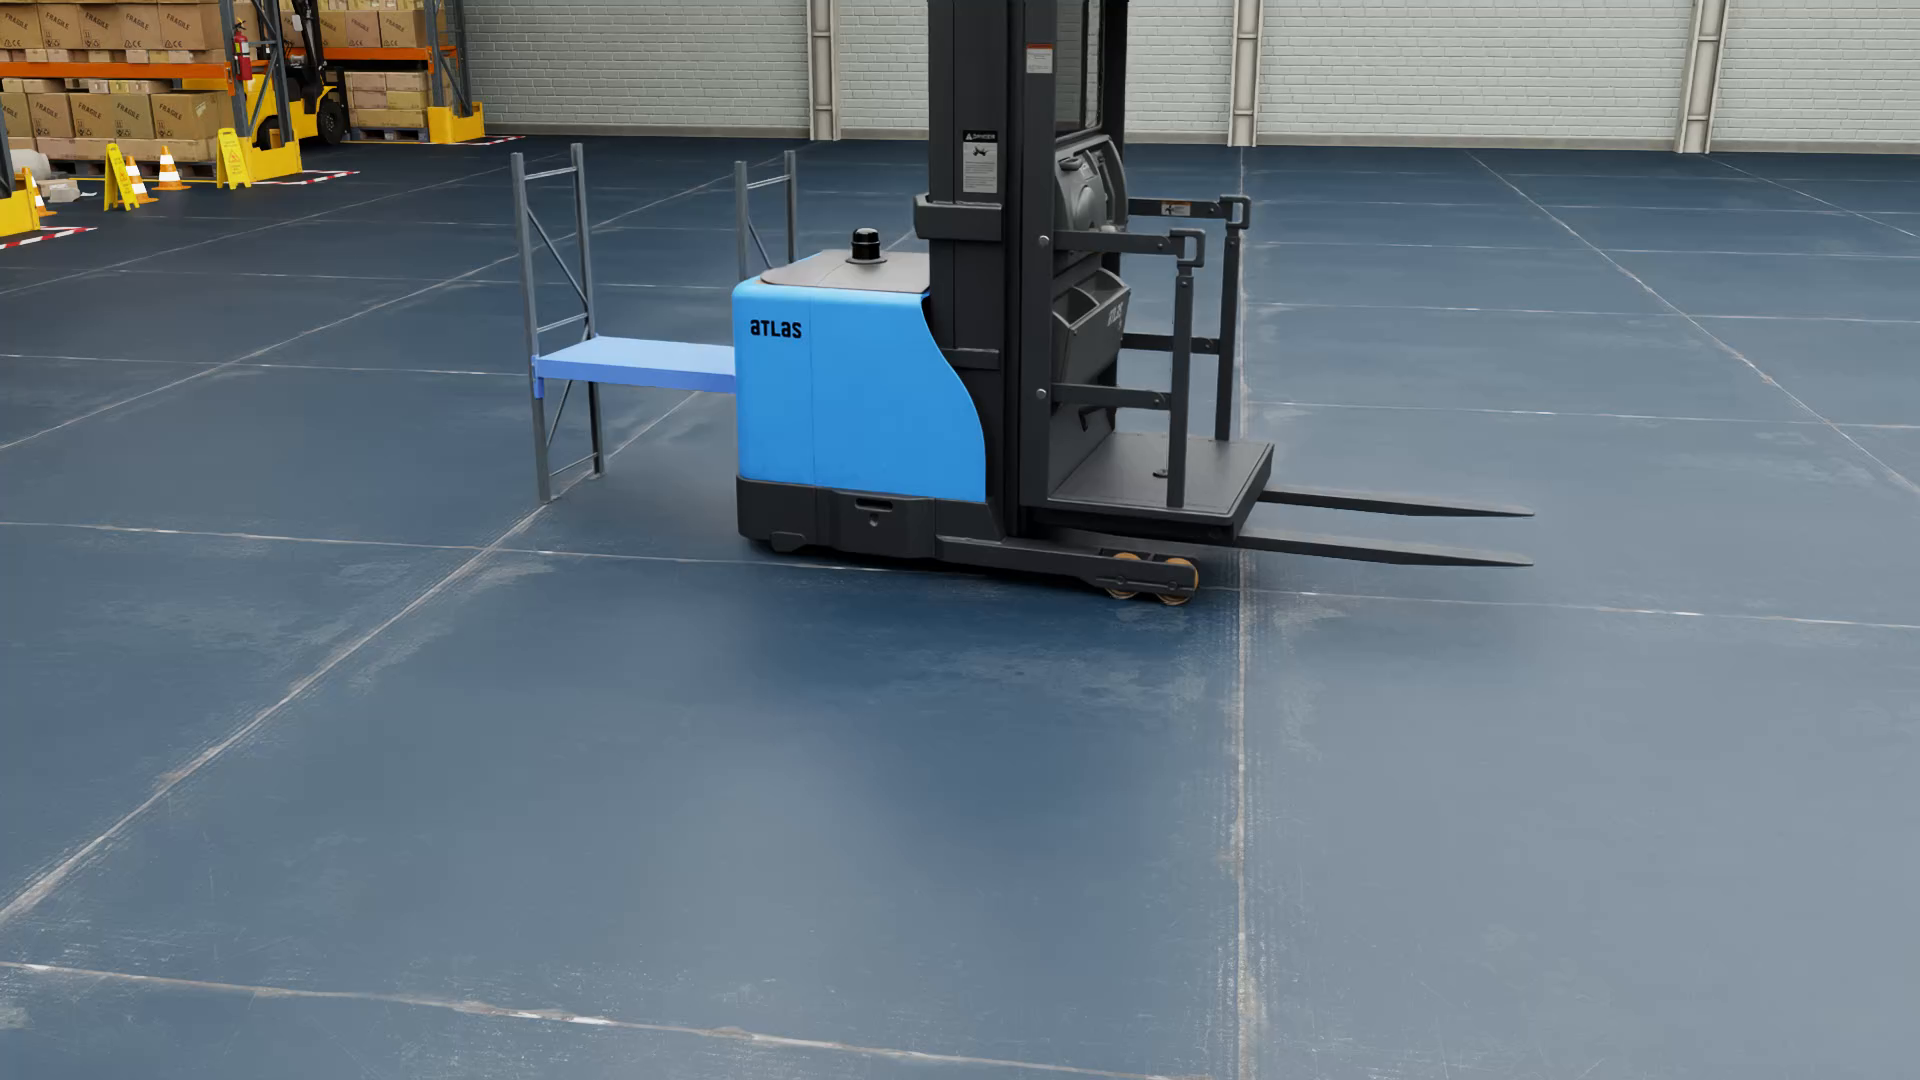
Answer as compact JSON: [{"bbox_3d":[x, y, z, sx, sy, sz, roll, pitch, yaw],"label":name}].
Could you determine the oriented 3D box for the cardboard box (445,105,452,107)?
[{"bbox_3d":[-7.795,-6.241,24.400,0.500,0.250,0.500,3,19,9],"label":"cardboard box"}]

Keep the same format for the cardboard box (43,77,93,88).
[{"bbox_3d":[-13.315,-6.636,24.988,0.625,0.625,0.875,2,19,6],"label":"cardboard box"}]

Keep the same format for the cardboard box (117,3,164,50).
[{"bbox_3d":[-9.198,-5.861,18.965,0.500,0.500,0.500,3,19,9],"label":"cardboard box"}]

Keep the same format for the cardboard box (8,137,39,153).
[{"bbox_3d":[-11.005,-4.663,19.685,0.500,0.250,0.500,4,19,12],"label":"cardboard box"}]

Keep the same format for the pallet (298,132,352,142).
[{"bbox_3d":[-9.304,-6.025,24.477,1.213,0.211,1.003,3,19,9],"label":"pallet"}]

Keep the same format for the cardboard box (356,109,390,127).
[{"bbox_3d":[-8.344,-6.108,24.001,0.500,0.250,0.500,3,19,9],"label":"cardboard box"}]

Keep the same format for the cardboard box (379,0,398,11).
[{"bbox_3d":[-7.985,-7.548,23.455,0.250,0.149,0.380,3,19,10],"label":"cardboard box"}]

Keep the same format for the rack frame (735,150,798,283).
[{"bbox_3d":[-0.783,-0.836,6.938,0.032,1.500,0.500,6,20,18],"label":"rack frame"}]

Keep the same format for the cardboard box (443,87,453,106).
[{"bbox_3d":[-7.772,-6.481,24.329,0.500,0.250,0.500,3,19,10],"label":"cardboard box"}]

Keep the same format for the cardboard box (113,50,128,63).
[{"bbox_3d":[-9.535,-5.595,19.194,0.250,0.149,0.380,3,19,9],"label":"cardboard box"}]

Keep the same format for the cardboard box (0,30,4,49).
[{"bbox_3d":[-11.184,-5.967,19.283,0.500,0.500,0.500,3,19,8],"label":"cardboard box"}]

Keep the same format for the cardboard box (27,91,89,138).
[{"bbox_3d":[-10.492,-4.993,19.487,0.500,0.500,0.500,4,19,12],"label":"cardboard box"}]

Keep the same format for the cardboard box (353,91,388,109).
[{"bbox_3d":[-8.365,-6.347,23.930,0.500,0.250,0.500,3,19,8],"label":"cardboard box"}]

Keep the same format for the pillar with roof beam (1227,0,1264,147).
[{"bbox_3d":[3.280,-8.470,17.934,0.400,9.000,9.100,3,19,9],"label":"pillar with roof beam"}]

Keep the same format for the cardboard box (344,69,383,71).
[{"bbox_3d":[-8.771,-6.765,24.391,0.500,0.250,0.500,3,19,8],"label":"cardboard box"}]

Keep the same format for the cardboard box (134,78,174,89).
[{"bbox_3d":[-11.807,-6.557,24.753,0.625,0.625,0.875,4,19,11],"label":"cardboard box"}]

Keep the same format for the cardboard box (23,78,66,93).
[{"bbox_3d":[-10.646,-5.287,19.345,0.250,0.149,0.380,4,19,12],"label":"cardboard box"}]

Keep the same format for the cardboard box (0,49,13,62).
[{"bbox_3d":[-11.050,-5.647,19.348,0.250,0.149,0.380,3,19,10],"label":"cardboard box"}]

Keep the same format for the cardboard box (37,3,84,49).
[{"bbox_3d":[-10.189,-5.918,19.138,0.500,0.500,0.500,3,19,9],"label":"cardboard box"}]

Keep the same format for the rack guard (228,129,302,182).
[{"bbox_3d":[-8.200,-4.523,19.533,0.348,0.500,1.175,3,19,9],"label":"rack guard"}]

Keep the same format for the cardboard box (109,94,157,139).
[{"bbox_3d":[-9.473,-4.939,19.327,0.500,0.500,0.500,4,19,11],"label":"cardboard box"}]

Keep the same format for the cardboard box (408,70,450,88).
[{"bbox_3d":[-7.785,-6.713,24.234,0.500,0.250,0.500,3,19,8],"label":"cardboard box"}]

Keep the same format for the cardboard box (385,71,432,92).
[{"bbox_3d":[-7.845,-6.555,23.761,0.500,0.250,0.500,4,19,10],"label":"cardboard box"}]

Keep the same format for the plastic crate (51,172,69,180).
[{"bbox_3d":[-10.654,-4.185,19.186,0.583,0.080,0.402,-3,19,-10],"label":"plastic crate"}]

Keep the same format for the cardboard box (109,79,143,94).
[{"bbox_3d":[-9.578,-5.233,19.182,0.250,0.149,0.380,3,19,10],"label":"cardboard box"}]

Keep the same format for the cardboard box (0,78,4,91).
[{"bbox_3d":[-11.420,-5.325,19.458,0.250,0.149,0.380,3,19,9],"label":"cardboard box"}]

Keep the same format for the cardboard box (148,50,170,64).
[{"bbox_3d":[-9.045,-5.535,19.014,0.250,0.149,0.380,3,19,8],"label":"cardboard box"}]

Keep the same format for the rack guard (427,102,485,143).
[{"bbox_3d":[-7.317,-6.073,24.166,0.348,0.500,1.175,3,19,9],"label":"rack guard"}]

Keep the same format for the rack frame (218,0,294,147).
[{"bbox_3d":[-8.125,-5.705,19.125,0.127,3.000,1.000,3,19,9],"label":"rack frame"}]

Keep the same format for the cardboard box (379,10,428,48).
[{"bbox_3d":[-7.868,-7.250,23.585,0.500,0.500,0.500,3,19,7],"label":"cardboard box"}]

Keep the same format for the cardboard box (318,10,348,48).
[{"bbox_3d":[-8.885,-7.304,23.749,0.500,0.500,0.500,3,19,8],"label":"cardboard box"}]

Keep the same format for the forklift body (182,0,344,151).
[{"bbox_3d":[-9.503,-6.381,22.485,1.214,2.155,2.313,3,19,9],"label":"forklift body"}]

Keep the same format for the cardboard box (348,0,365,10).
[{"bbox_3d":[-8.474,-7.596,23.599,0.250,0.149,0.380,3,19,8],"label":"cardboard box"}]

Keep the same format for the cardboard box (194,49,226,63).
[{"bbox_3d":[-8.528,-5.537,19.021,0.250,0.149,0.380,4,19,10],"label":"cardboard box"}]

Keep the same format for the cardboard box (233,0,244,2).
[{"bbox_3d":[-10.268,-7.665,23.805,0.250,0.149,0.380,3,19,10],"label":"cardboard box"}]

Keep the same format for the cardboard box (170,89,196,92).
[{"bbox_3d":[-9.418,-5.109,19.834,0.500,0.500,0.500,2,19,7],"label":"cardboard box"}]

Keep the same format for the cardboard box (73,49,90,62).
[{"bbox_3d":[-10.034,-5.620,19.269,0.250,0.149,0.380,3,19,9],"label":"cardboard box"}]

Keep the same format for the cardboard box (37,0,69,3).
[{"bbox_3d":[-10.152,-6.414,19.044,0.500,0.500,0.700,3,19,8],"label":"cardboard box"}]

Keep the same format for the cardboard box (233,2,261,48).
[{"bbox_3d":[-8.548,-6.004,19.393,0.500,0.500,0.500,3,19,8],"label":"cardboard box"}]

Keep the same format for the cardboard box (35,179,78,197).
[{"bbox_3d":[-9.738,-3.786,17.883,0.250,0.149,0.380,14,23,37],"label":"cardboard box"}]

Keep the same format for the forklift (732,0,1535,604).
[{"bbox_3d":[0.684,-1.344,6.200,3.031,2.935,1.130,6,19,17],"label":"forklift"}]

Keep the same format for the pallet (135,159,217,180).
[{"bbox_3d":[-8.996,-4.438,19.734,1.213,0.211,1.003,3,19,9],"label":"pallet"}]

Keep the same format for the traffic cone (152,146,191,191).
[{"bbox_3d":[-8.754,-4.119,18.384,0.334,0.463,0.336,3,19,9],"label":"traffic cone"}]

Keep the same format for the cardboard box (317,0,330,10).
[{"bbox_3d":[-8.998,-7.601,23.614,0.250,0.149,0.380,3,19,9],"label":"cardboard box"}]

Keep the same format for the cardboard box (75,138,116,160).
[{"bbox_3d":[-9.993,-4.609,19.523,0.500,0.250,0.500,2,19,7],"label":"cardboard box"}]

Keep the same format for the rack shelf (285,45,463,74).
[{"bbox_3d":[-9.316,-7.019,24.188,4.000,0.370,1.077,3,19,9],"label":"rack shelf"}]

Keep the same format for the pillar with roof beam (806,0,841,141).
[{"bbox_3d":[-2.644,-8.772,18.837,0.400,9.000,9.100,3,19,9],"label":"pillar with roof beam"}]

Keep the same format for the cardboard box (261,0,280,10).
[{"bbox_3d":[-9.758,-7.644,23.742,0.250,0.149,0.380,2,19,7],"label":"cardboard box"}]

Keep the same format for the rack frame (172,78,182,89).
[{"bbox_3d":[-11.290,-7.461,24.375,0.127,3.000,1.000,3,19,9],"label":"rack frame"}]

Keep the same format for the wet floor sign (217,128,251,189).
[{"bbox_3d":[-8.107,-4.243,18.468,0.232,0.644,0.267,10,21,27],"label":"wet floor sign"}]

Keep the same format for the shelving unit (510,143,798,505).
[{"bbox_3d":[-1.263,-0.889,7.097,1.048,1.500,0.538,6,20,18],"label":"shelving unit"}]

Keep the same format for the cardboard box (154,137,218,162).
[{"bbox_3d":[-8.989,-4.557,19.368,0.500,0.250,0.500,3,19,8],"label":"cardboard box"}]

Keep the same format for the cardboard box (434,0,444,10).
[{"bbox_3d":[-7.635,-7.713,23.948,0.250,0.149,0.380,2,19,7],"label":"cardboard box"}]

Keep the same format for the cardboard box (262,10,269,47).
[{"bbox_3d":[-9.877,-7.358,23.910,0.500,0.500,0.500,3,19,8],"label":"cardboard box"}]

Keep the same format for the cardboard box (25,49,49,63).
[{"bbox_3d":[-10.552,-5.603,19.218,0.250,0.149,0.380,3,19,9],"label":"cardboard box"}]

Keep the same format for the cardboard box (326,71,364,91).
[{"bbox_3d":[-8.850,-6.601,23.899,0.500,0.250,0.500,3,19,9],"label":"cardboard box"}]

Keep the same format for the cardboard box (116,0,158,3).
[{"bbox_3d":[-9.162,-6.352,18.859,0.500,0.500,0.700,3,19,9],"label":"cardboard box"}]
